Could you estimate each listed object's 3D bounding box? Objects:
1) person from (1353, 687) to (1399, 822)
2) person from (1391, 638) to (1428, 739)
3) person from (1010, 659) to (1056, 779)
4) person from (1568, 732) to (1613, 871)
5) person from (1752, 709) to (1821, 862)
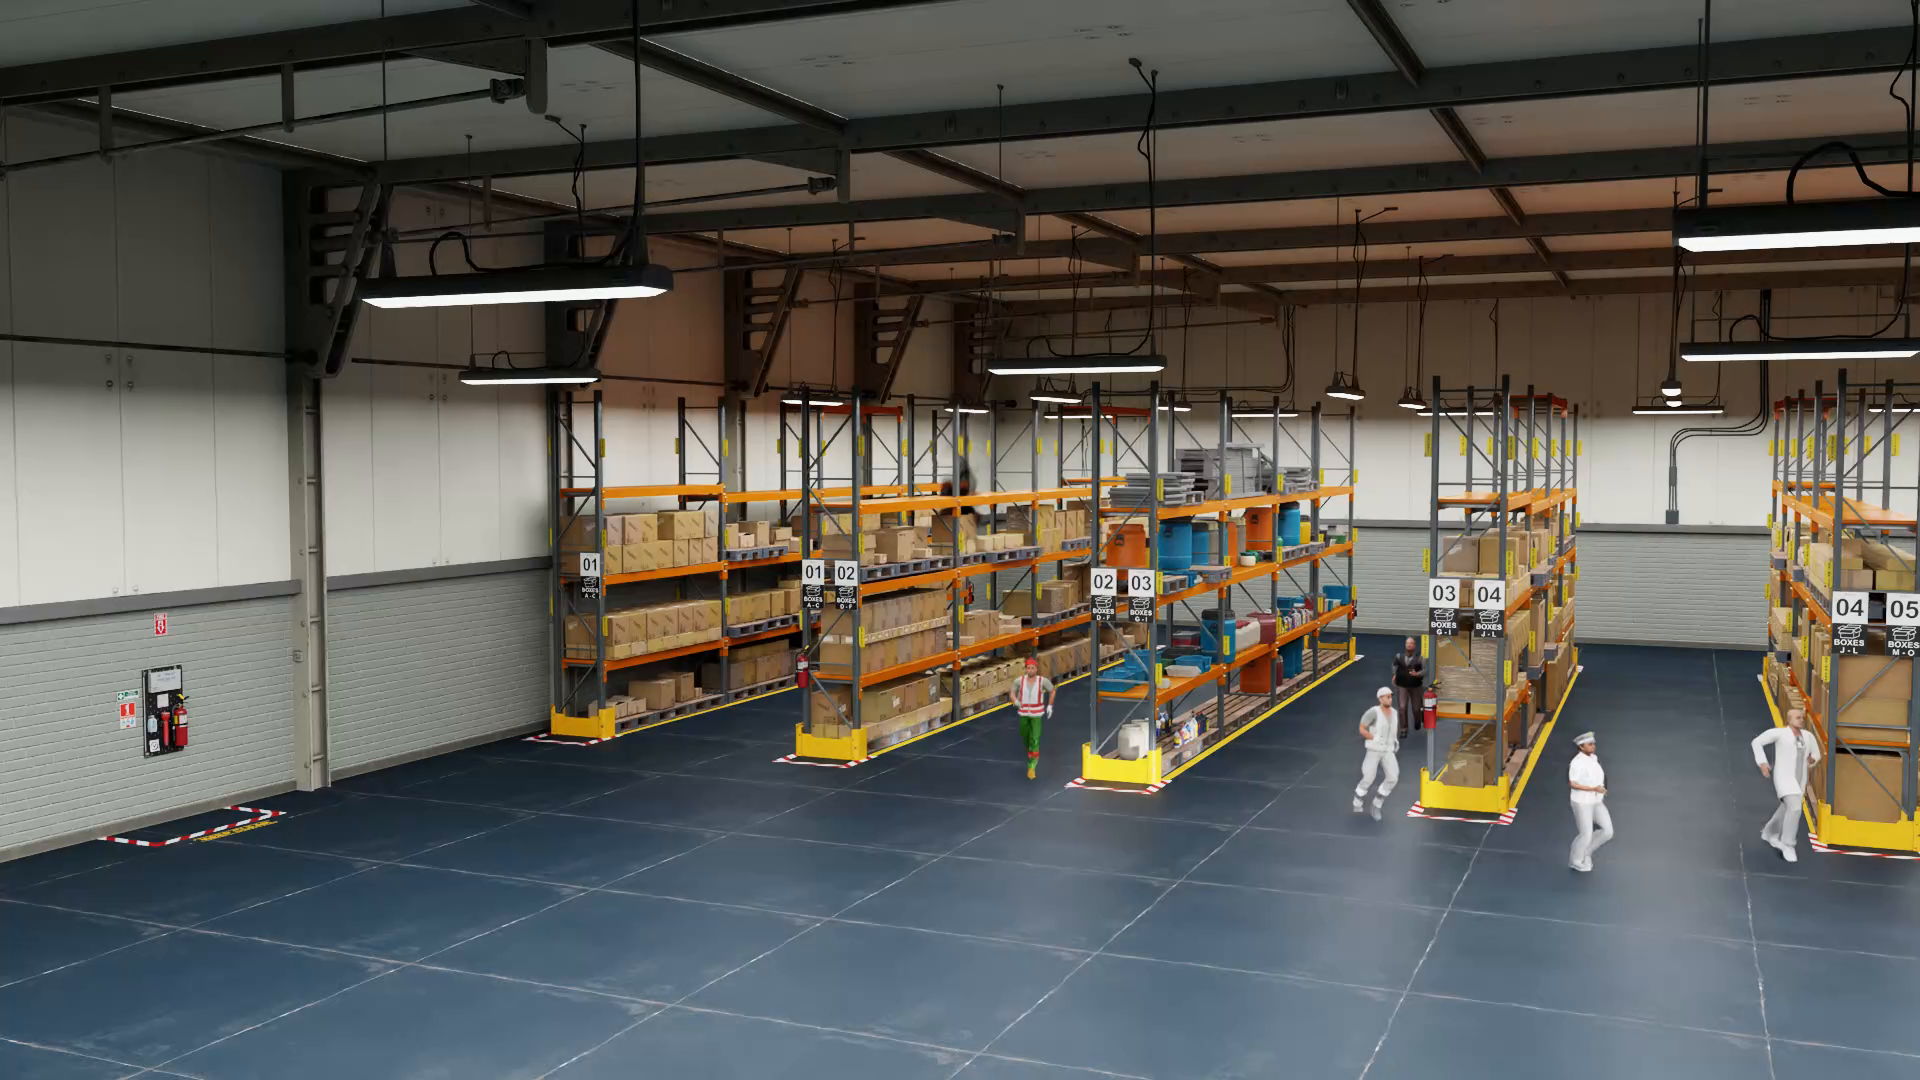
[{"bbox_3d":[5.689,2.873,22.484,0.686,1.782,0.694,-1,3,-16],"label":"person"},{"bbox_3d":[7.780,2.553,28.799,0.667,1.699,0.915,1,3,24],"label":"person"},{"bbox_3d":[1.101,2.706,25.589,0.695,1.786,0.913,1,3,13],"label":"person"},{"bbox_3d":[7.433,3.080,19.539,0.563,1.663,0.572,-2,4,-31],"label":"person"},{"bbox_3d":[10.202,2.988,20.502,0.729,1.829,0.772,-1,3,-17],"label":"person"}]
